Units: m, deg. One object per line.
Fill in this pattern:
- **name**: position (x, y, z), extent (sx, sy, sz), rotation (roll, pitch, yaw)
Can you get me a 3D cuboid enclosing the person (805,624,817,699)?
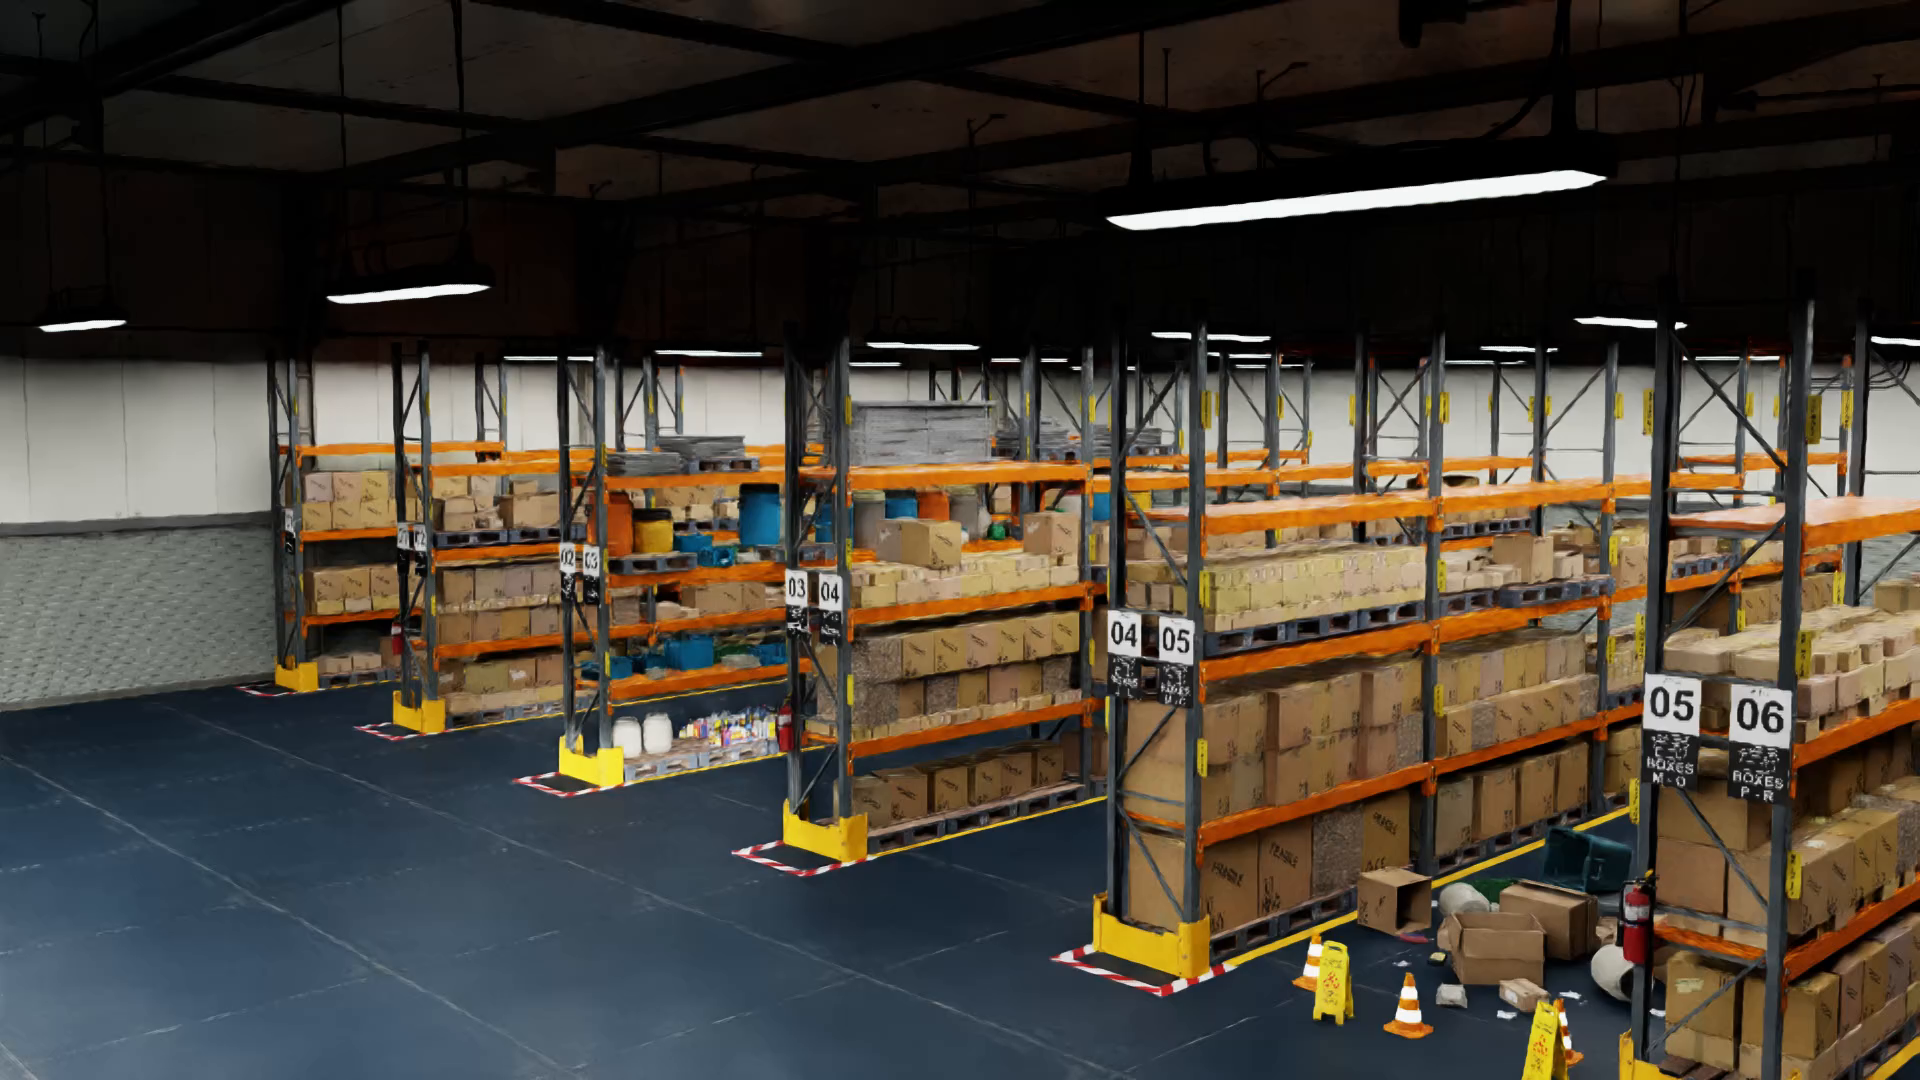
- **person**: position (-2.659, 1.904, 28.373), extent (0.639, 1.632, 0.506), rotation (5, 7, 45)
